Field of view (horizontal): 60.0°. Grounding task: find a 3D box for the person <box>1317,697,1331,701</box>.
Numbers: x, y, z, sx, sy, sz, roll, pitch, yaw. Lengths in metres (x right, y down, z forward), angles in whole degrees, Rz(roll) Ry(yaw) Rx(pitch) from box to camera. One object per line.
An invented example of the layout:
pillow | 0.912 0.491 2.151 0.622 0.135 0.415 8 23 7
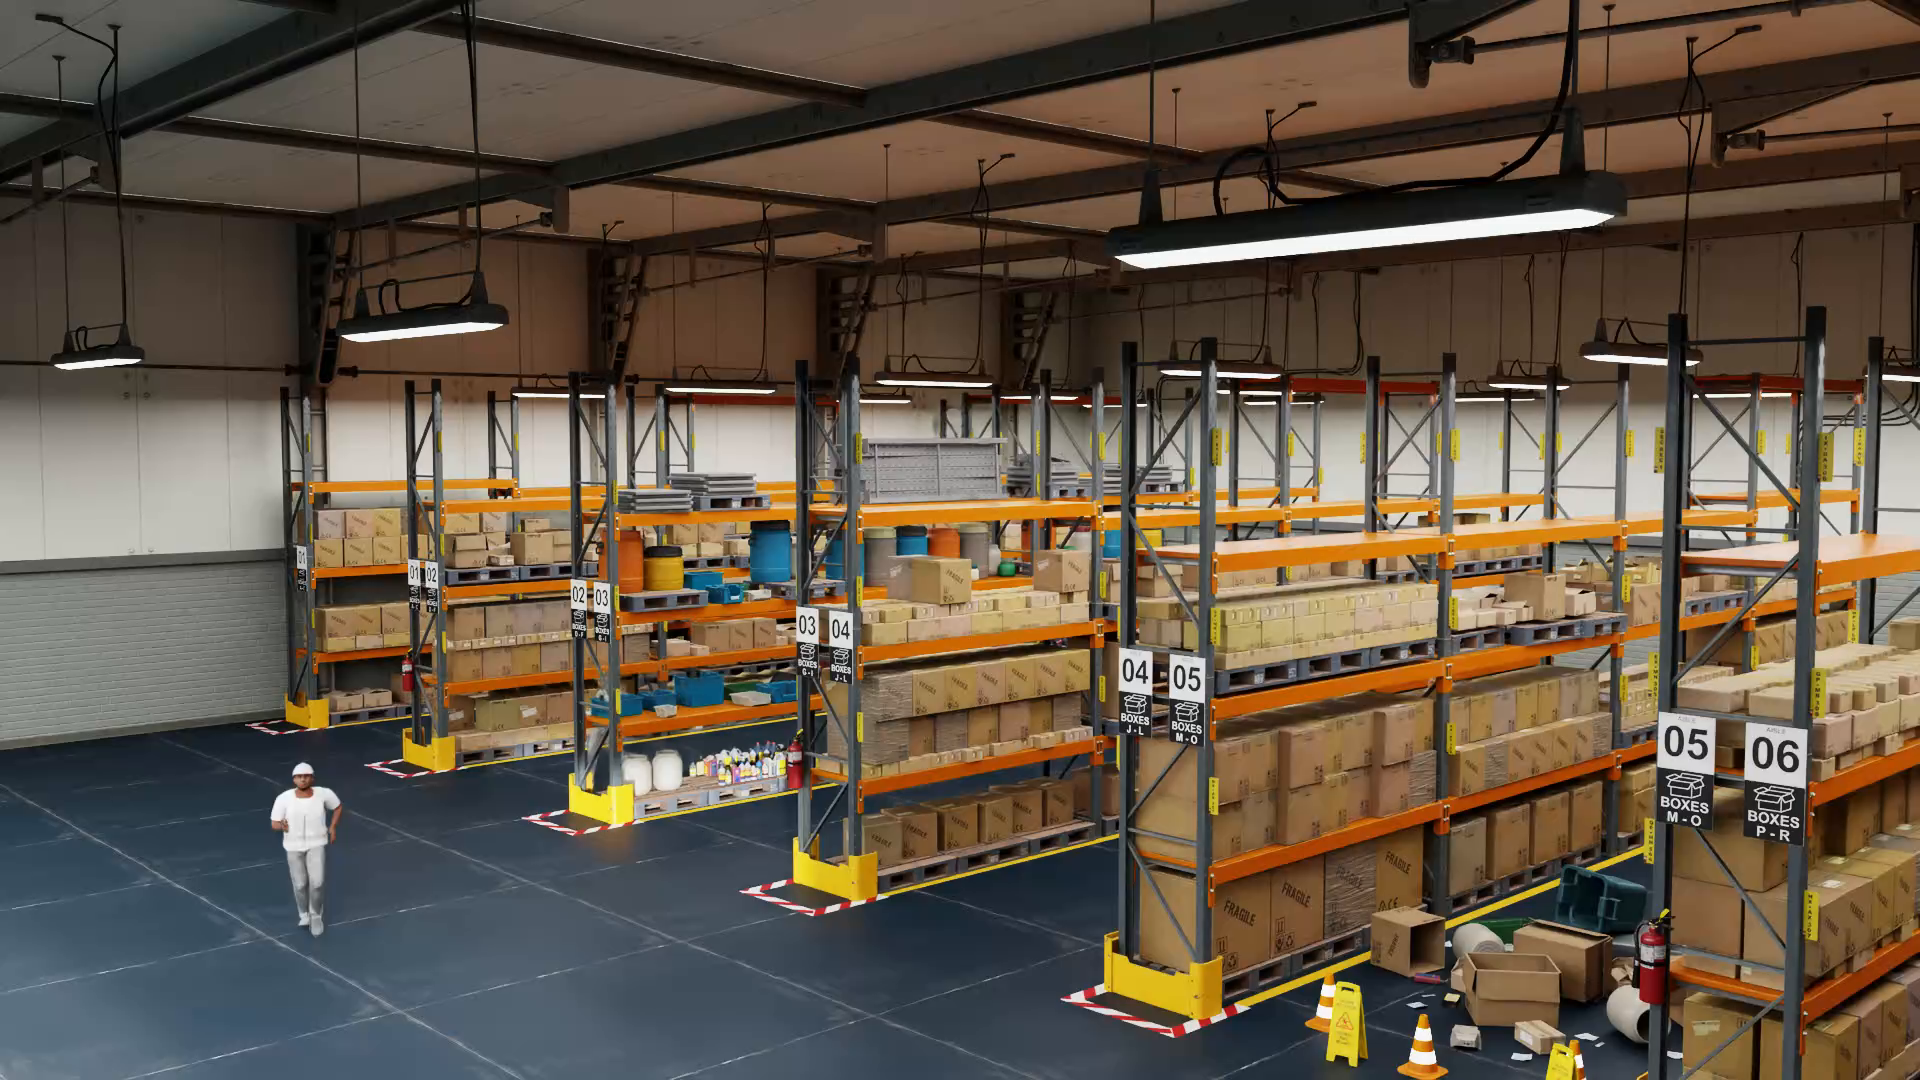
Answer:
person | 4.822 2.879 22.115 0.647 1.773 0.823 3 5 41

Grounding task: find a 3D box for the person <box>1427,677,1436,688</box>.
person | 6.816 2.828 24.031 0.560 1.666 0.665 3 5 42

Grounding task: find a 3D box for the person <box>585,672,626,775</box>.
person | -5.182 2.742 24.239 0.900 1.689 0.614 -3 5 -42

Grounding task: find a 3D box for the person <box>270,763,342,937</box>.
person | -6.739 3.194 17.143 0.677 1.795 0.683 -1 4 -17
